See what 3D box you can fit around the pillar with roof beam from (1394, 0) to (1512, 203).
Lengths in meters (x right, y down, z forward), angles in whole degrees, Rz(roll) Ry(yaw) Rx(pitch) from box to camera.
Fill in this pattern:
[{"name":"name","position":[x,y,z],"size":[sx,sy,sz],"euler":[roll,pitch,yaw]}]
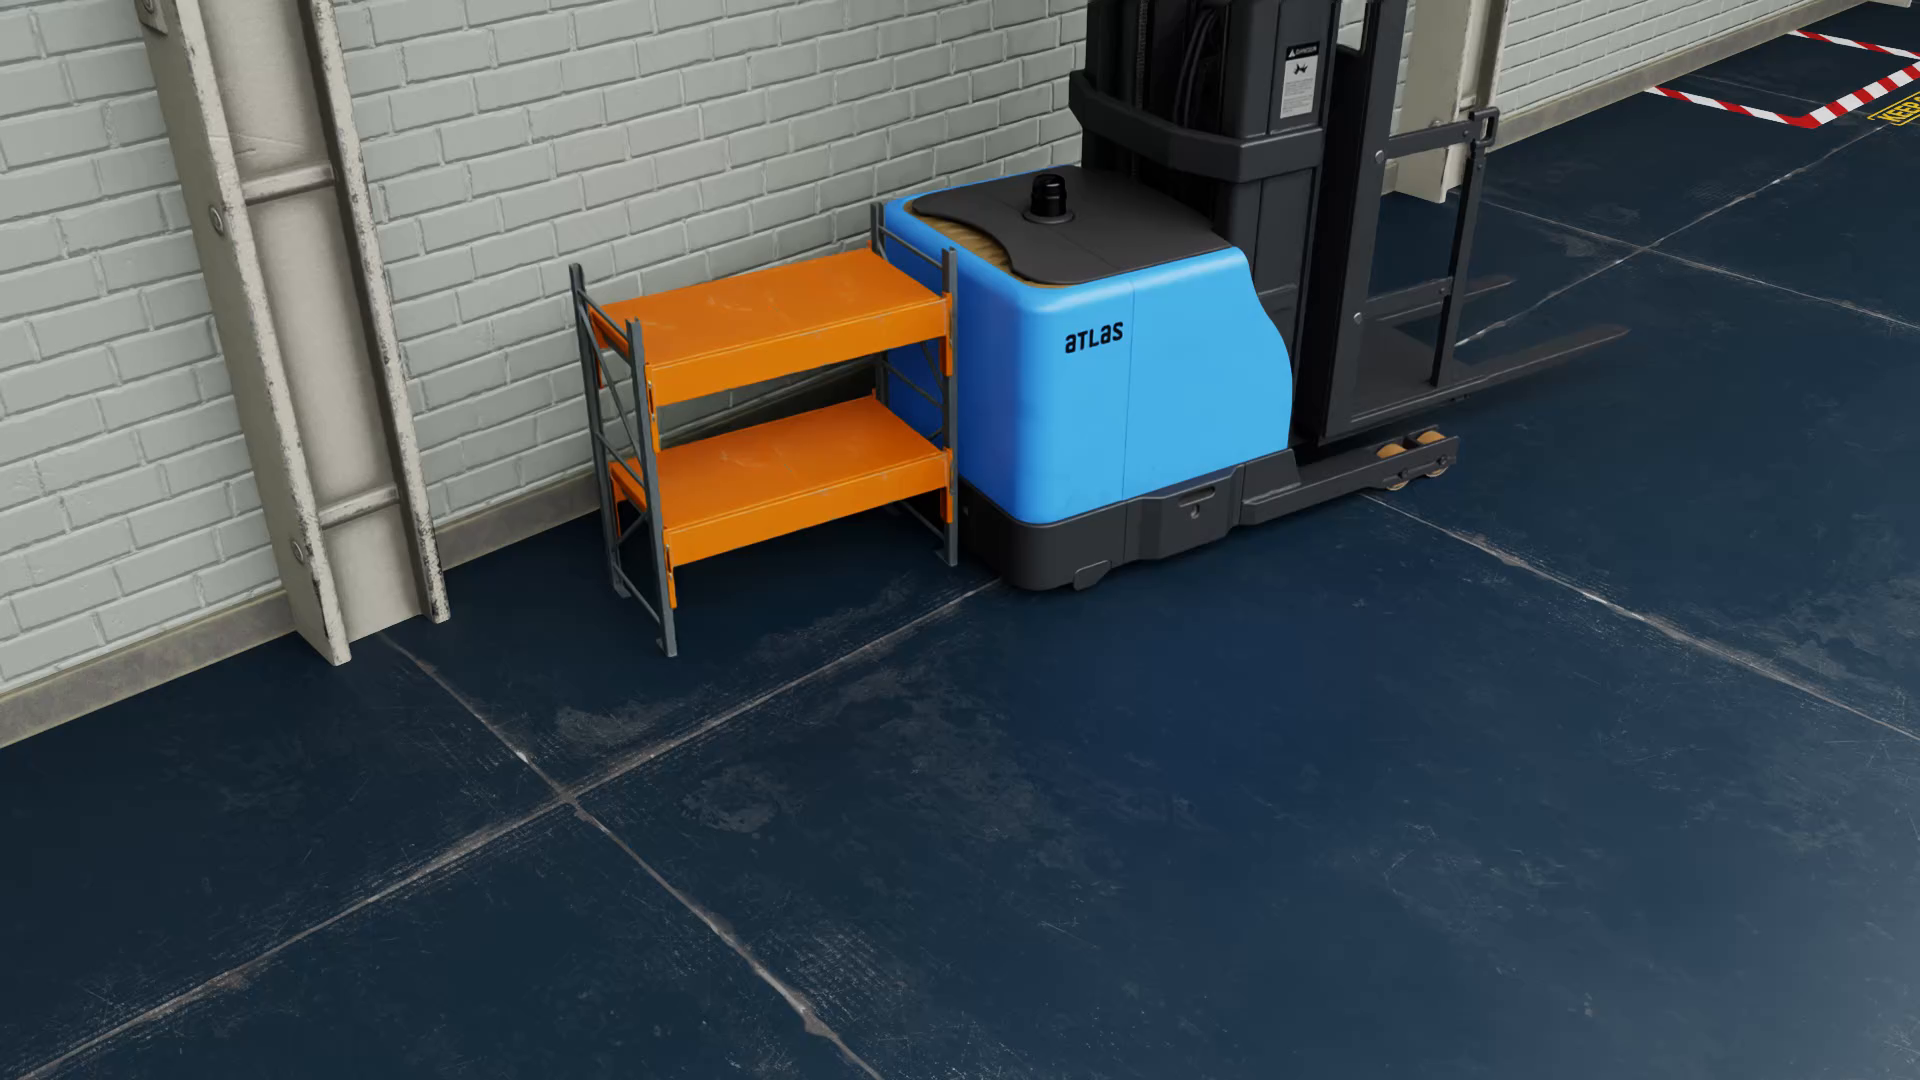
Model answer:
[{"name":"pillar with roof beam","position":[5.445,-4.060,3.764],"size":[0.400,9.000,9.100],"euler":[-26,40,-35]}]

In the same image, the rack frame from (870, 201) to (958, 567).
[{"name":"rack frame","position":[-0.149,-0.503,5.495],"size":[0.032,1.125,0.500],"euler":[-18,36,-26]}]

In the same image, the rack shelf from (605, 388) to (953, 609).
[{"name":"rack shelf","position":[-0.584,-0.157,5.398],"size":[1.000,0.278,0.538],"euler":[-18,36,-26]}]

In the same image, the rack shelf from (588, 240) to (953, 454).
[{"name":"rack shelf","position":[-0.584,-0.616,5.118],"size":[1.000,0.278,0.538],"euler":[-18,36,-26]}]

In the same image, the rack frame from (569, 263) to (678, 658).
[{"name":"rack frame","position":[-1.019,-0.229,5.046],"size":[0.032,1.125,0.500],"euler":[-18,36,-26]}]

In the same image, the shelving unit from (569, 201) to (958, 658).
[{"name":"shelving unit","position":[-0.584,-0.366,5.270],"size":[1.048,1.125,0.538],"euler":[-18,36,-26]}]

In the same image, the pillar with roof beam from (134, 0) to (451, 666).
[{"name":"pillar with roof beam","position":[1.045,-1.932,0.284],"size":[0.400,9.000,9.100],"euler":[-26,40,-35]}]

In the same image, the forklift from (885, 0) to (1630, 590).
[{"name":"forklift","position":[1.238,-1.648,5.636],"size":[3.031,2.935,1.130],"euler":[-18,36,-26]}]
